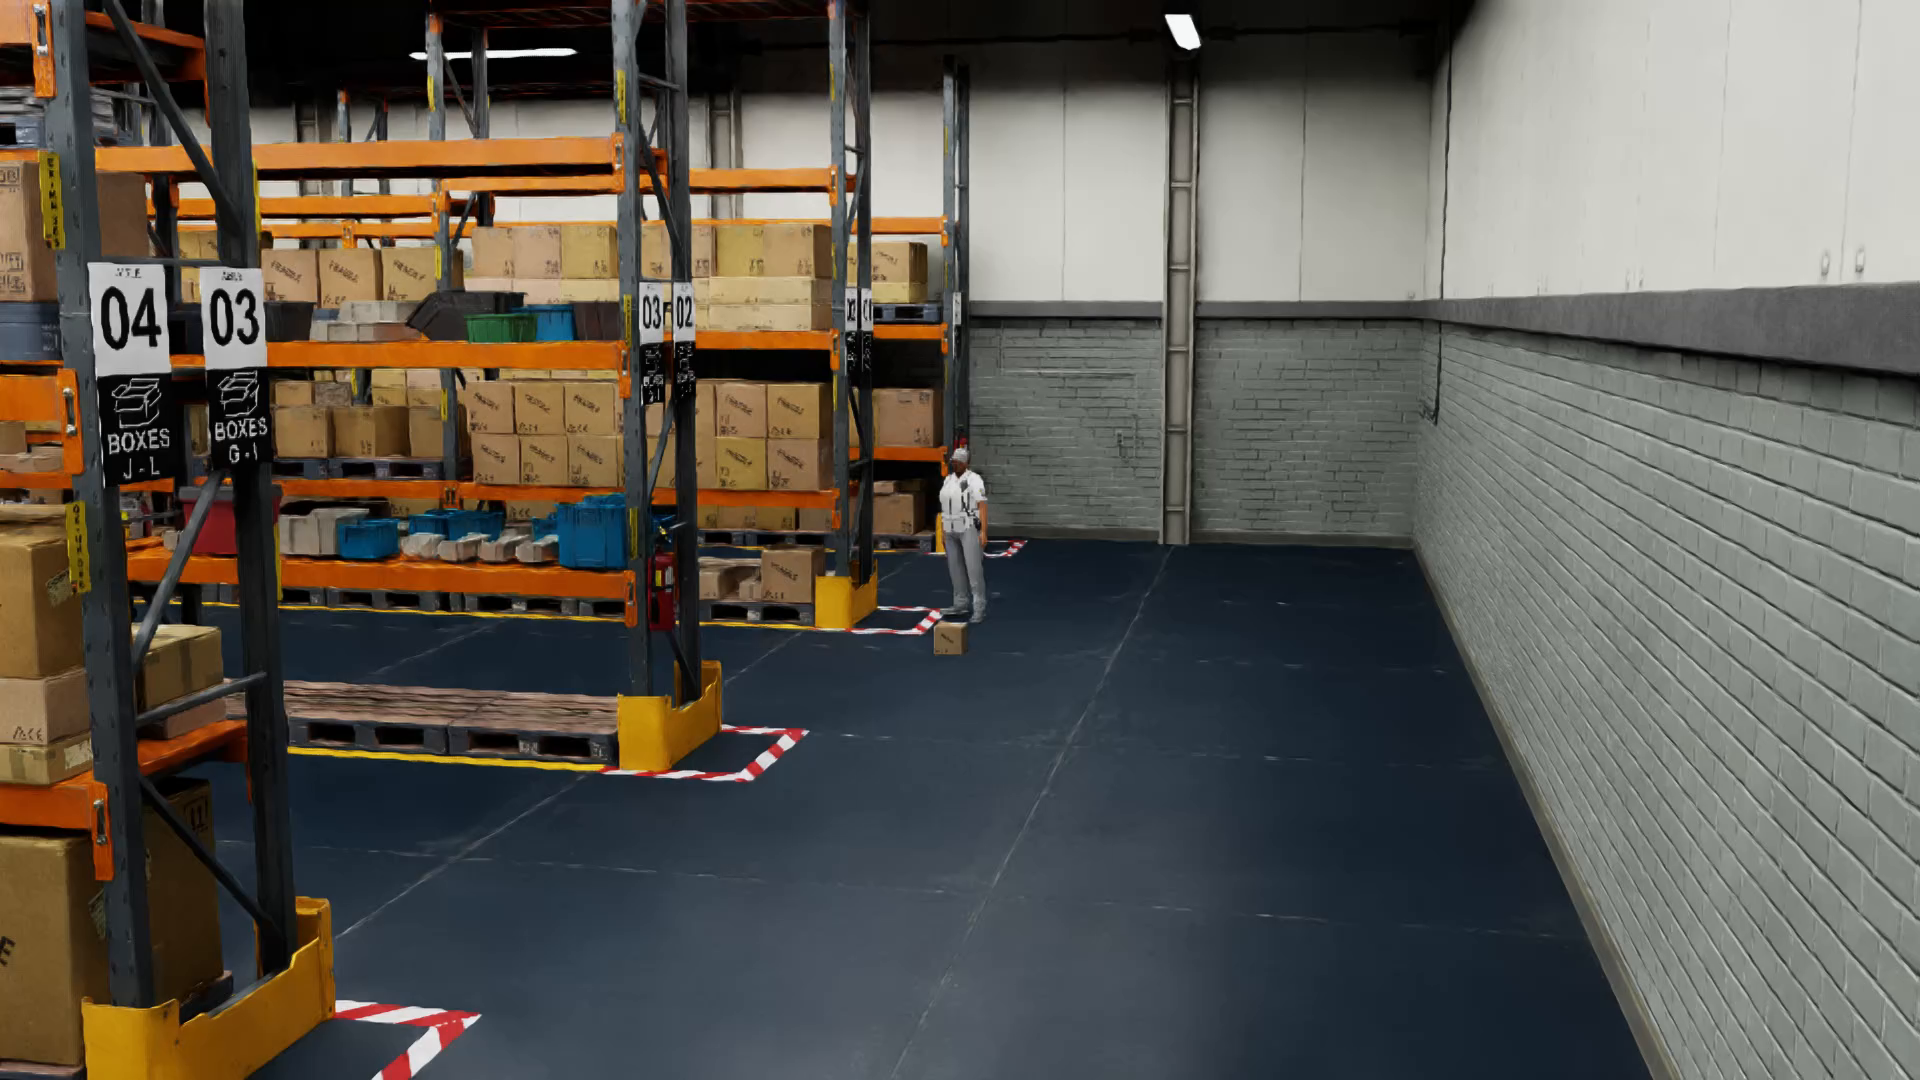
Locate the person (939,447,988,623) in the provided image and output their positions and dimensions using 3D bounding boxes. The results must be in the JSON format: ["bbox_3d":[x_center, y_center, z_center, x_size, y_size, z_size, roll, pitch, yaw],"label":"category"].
[{"bbox_3d":[0.034,-0.067,16.142,0.608,1.671,0.393,7,11,40],"label":"person"}]
